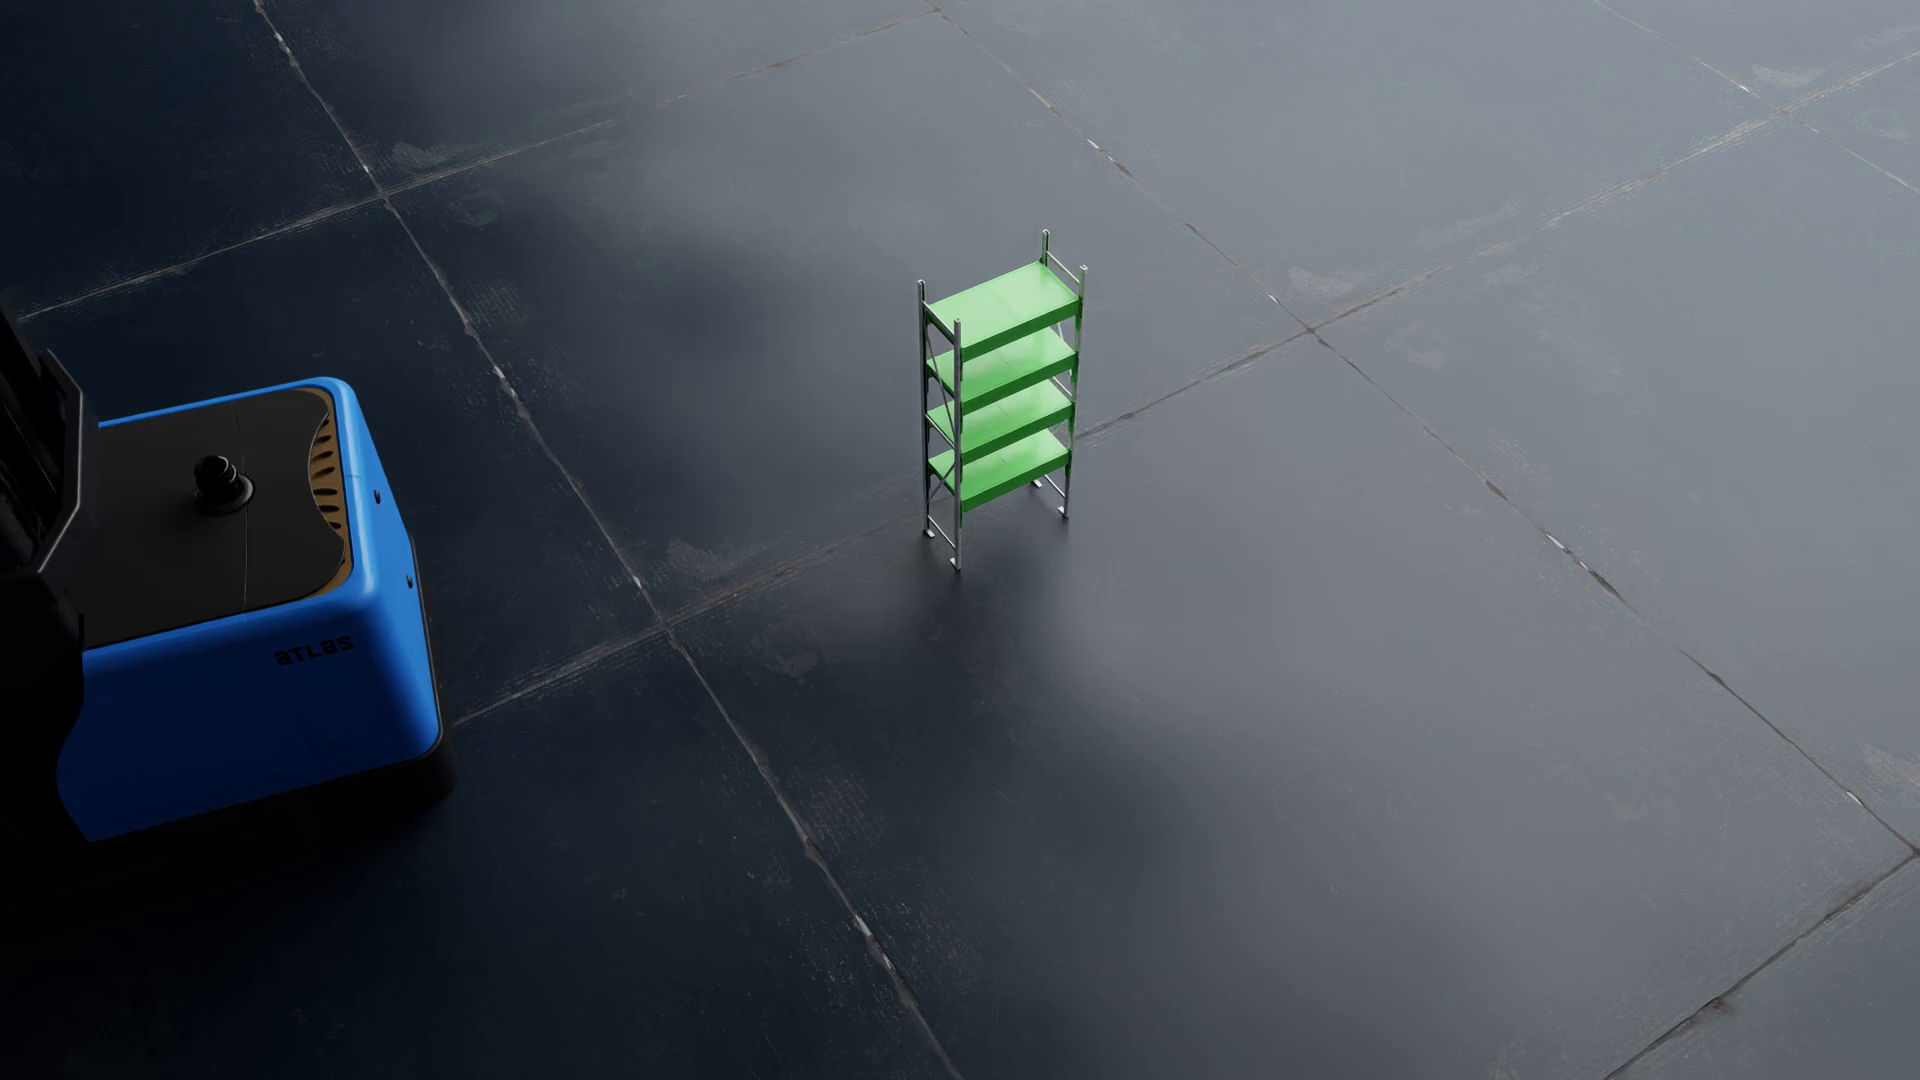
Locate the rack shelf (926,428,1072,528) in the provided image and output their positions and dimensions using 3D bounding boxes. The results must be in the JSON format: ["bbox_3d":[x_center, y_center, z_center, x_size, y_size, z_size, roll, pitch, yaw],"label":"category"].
[{"bbox_3d":[0.140,-0.263,6.088,0.480,0.148,0.258,-25,53,-21],"label":"rack shelf"}]

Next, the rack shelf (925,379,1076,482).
[{"bbox_3d":[0.140,-0.422,5.908,0.480,0.148,0.258,-25,53,-21],"label":"rack shelf"}]

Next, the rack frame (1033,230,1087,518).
[{"bbox_3d":[0.346,-0.562,5.947,0.015,1.200,0.240,-25,53,-21],"label":"rack frame"}]

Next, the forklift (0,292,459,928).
[{"bbox_3d":[-3.219,-0.108,4.384,3.031,2.935,1.130,-14,50,-12],"label":"forklift"}]

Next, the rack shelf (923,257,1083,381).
[{"bbox_3d":[0.140,-0.742,5.550,0.480,0.148,0.258,-25,53,-21],"label":"rack shelf"}]

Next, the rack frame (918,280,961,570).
[{"bbox_3d":[-0.066,-0.368,5.774,0.015,1.200,0.240,-25,53,-21],"label":"rack frame"}]

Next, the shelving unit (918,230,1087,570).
[{"bbox_3d":[0.140,-0.465,5.861,0.503,1.200,0.258,-25,53,-21],"label":"shelving unit"}]

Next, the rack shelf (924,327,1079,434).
[{"bbox_3d":[0.140,-0.582,5.729,0.480,0.148,0.258,-25,53,-21],"label":"rack shelf"}]
